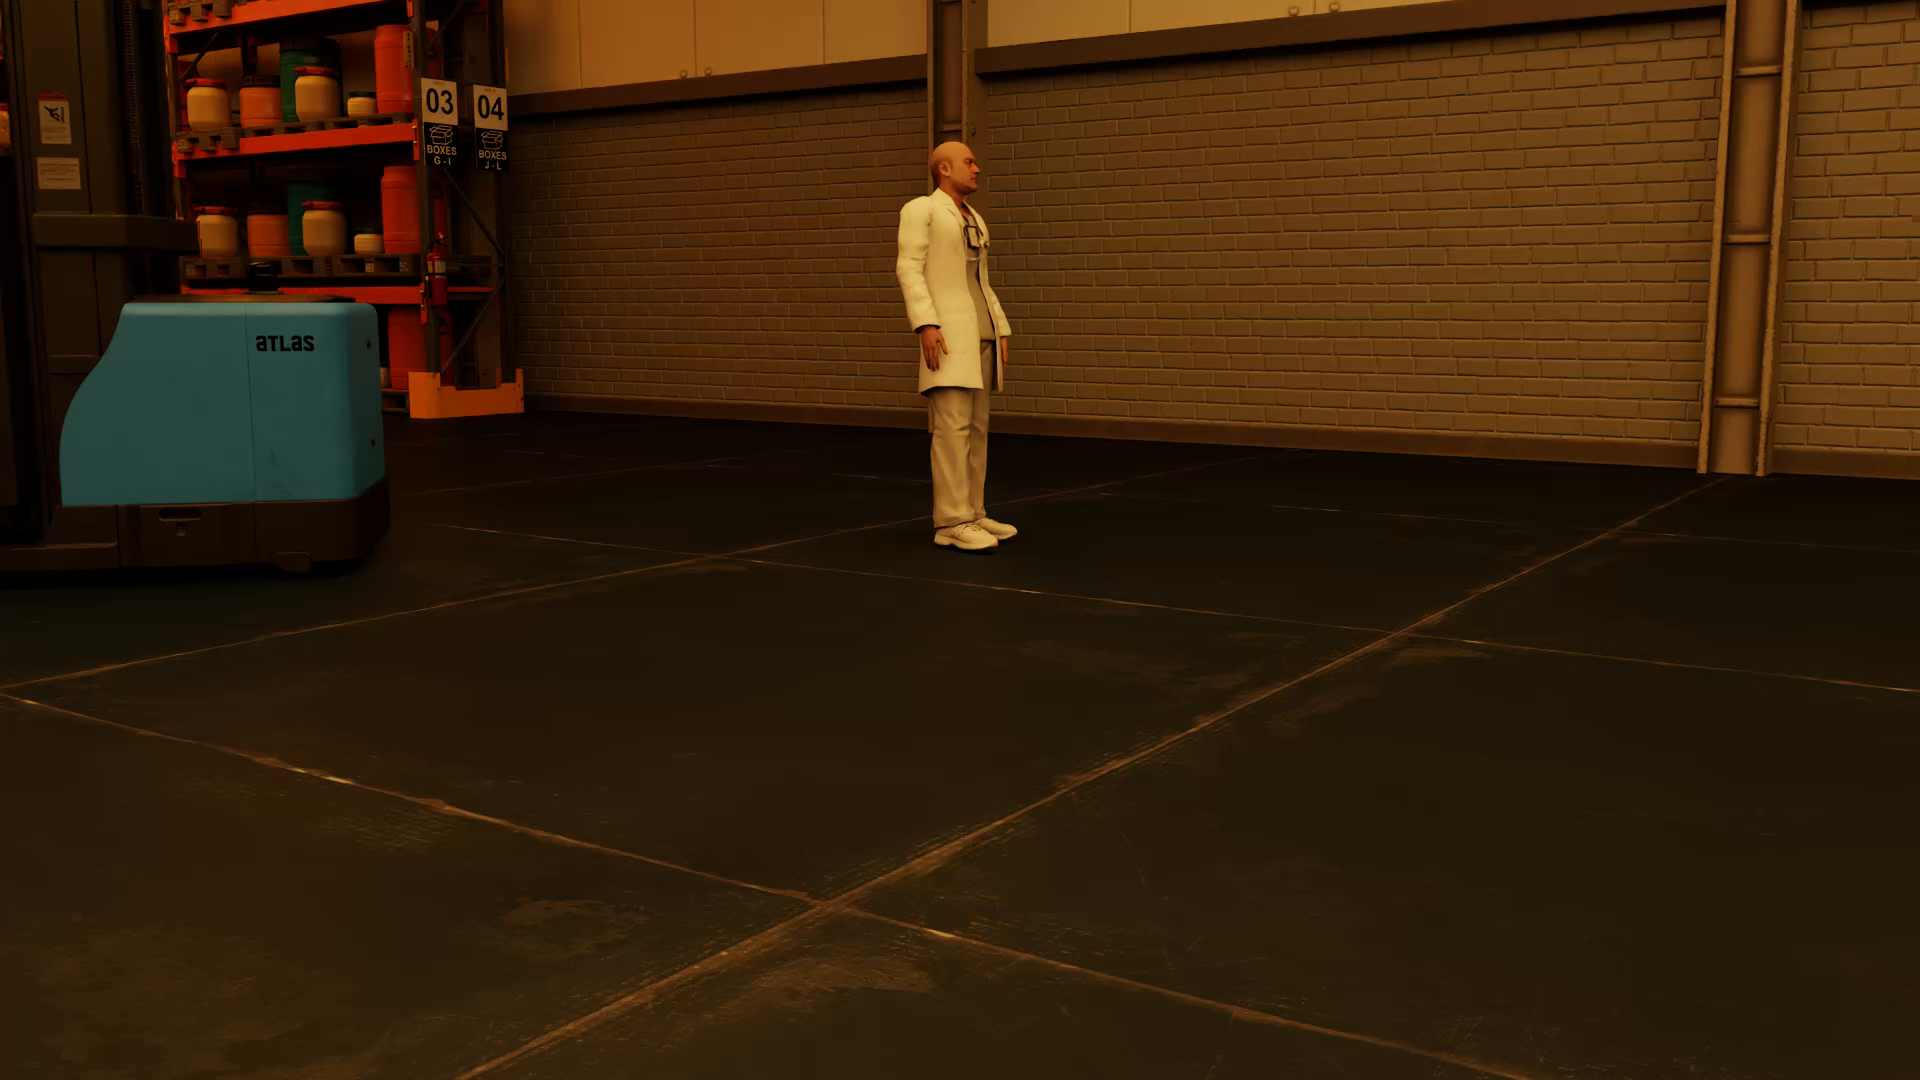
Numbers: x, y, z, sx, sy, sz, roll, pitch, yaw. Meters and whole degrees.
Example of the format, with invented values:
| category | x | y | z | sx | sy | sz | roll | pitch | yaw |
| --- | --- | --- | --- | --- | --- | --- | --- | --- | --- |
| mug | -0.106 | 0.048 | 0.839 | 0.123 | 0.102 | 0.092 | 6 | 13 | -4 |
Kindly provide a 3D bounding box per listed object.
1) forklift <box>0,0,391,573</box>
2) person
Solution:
| category | x | y | z | sx | sy | sz | roll | pitch | yaw |
| --- | --- | --- | --- | --- | --- | --- | --- | --- | --- |
| forklift | -3.948 | -1.329 | 6.541 | 3.031 | 2.935 | 1.130 | -2 | 8 | -12 |
| person | 0.074 | -0.880 | 7.424 | 0.578 | 1.777 | 0.698 | 5 | 10 | 34 |
